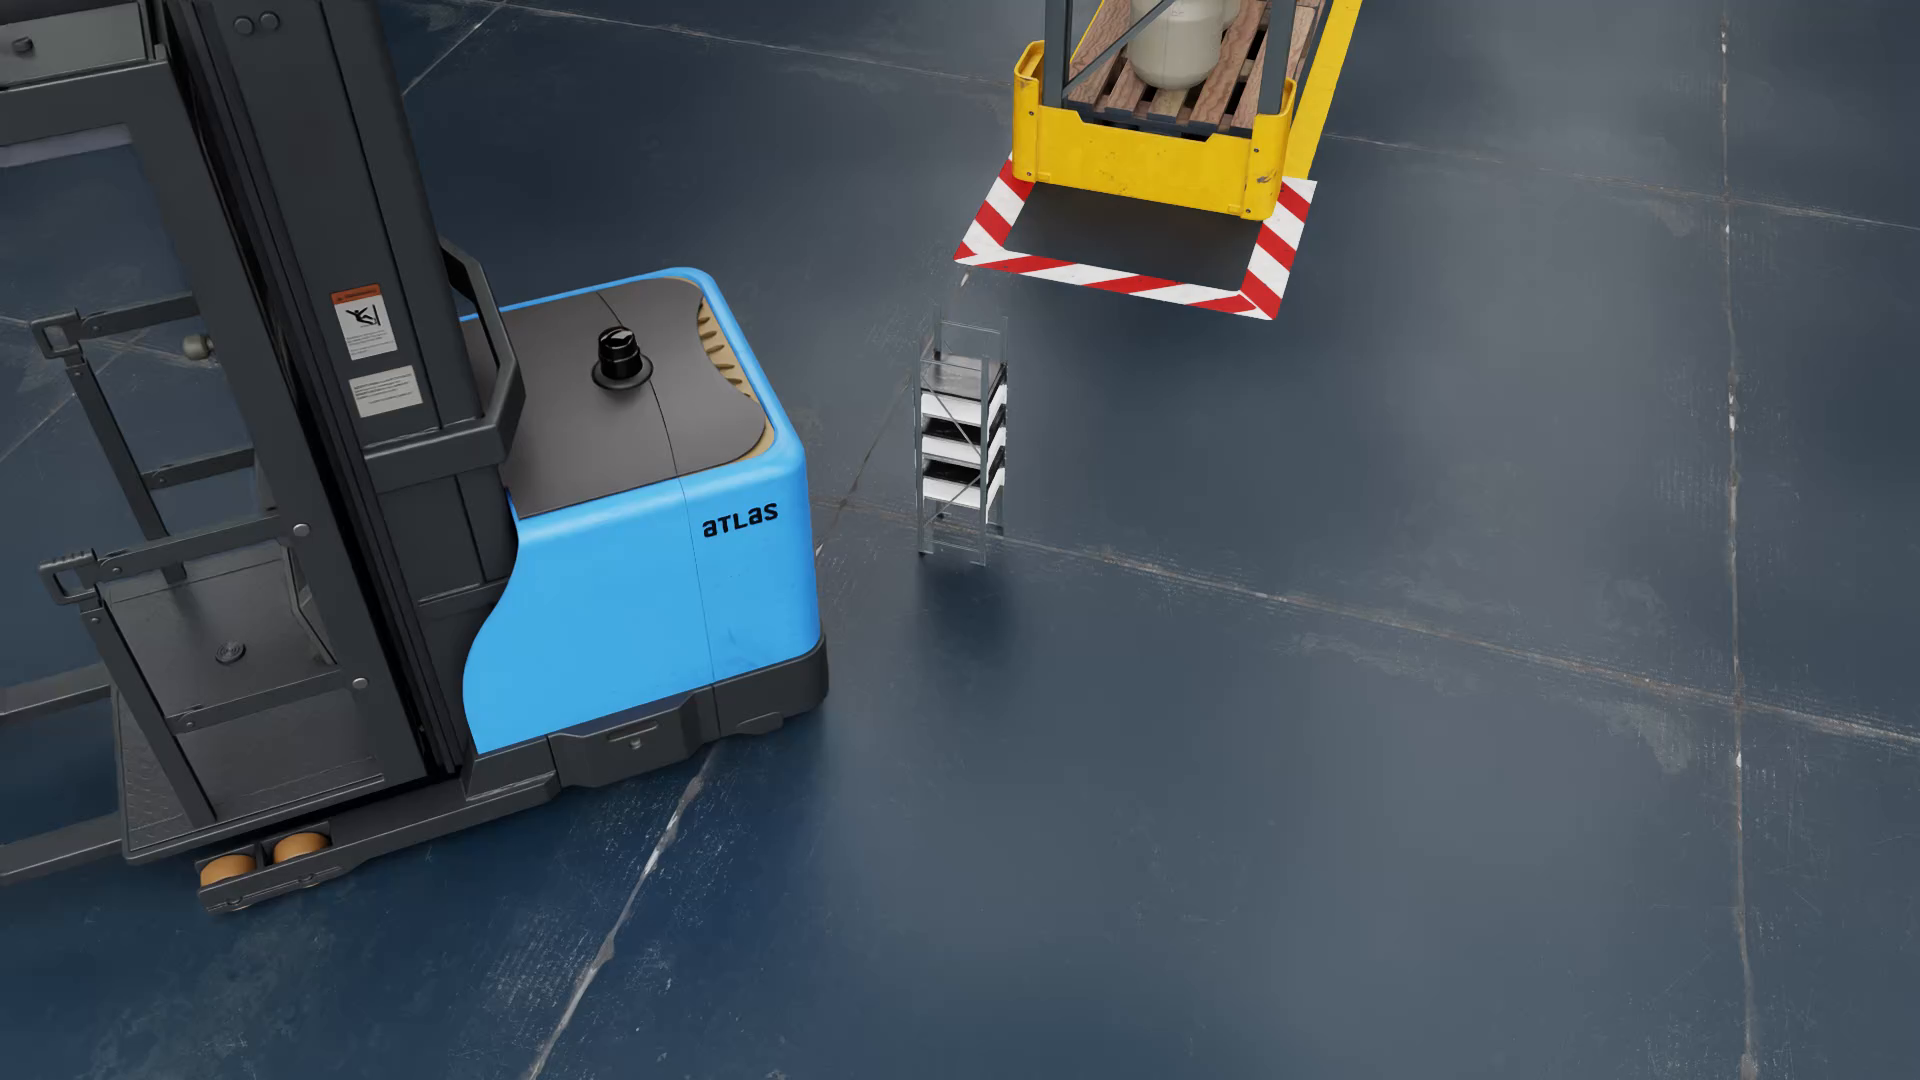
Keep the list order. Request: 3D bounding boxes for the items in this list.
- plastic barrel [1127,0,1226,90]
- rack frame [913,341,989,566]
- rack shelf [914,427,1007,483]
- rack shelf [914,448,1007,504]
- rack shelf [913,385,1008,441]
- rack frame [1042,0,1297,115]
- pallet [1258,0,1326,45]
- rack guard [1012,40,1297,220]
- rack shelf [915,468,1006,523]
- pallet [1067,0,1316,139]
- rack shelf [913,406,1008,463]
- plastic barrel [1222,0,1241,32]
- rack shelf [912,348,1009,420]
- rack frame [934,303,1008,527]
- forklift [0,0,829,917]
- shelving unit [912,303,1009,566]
[{"bbox_3d":[0.972,-2.328,7.463,0.421,0.512,0.421,0,44,0],"label":"plastic barrel"},{"bbox_3d":[-0.028,-0.259,5.372,0.240,0.900,0.006,13,46,12],"label":"rack frame"},{"bbox_3d":[0.002,-0.303,5.464,0.258,0.077,0.200,13,46,12],"label":"rack shelf"},{"bbox_3d":[0.002,-0.239,5.527,0.258,0.077,0.200,13,46,12],"label":"rack shelf"},{"bbox_3d":[0.002,-0.432,5.338,0.258,0.077,0.200,13,46,12],"label":"rack shelf"},{"bbox_3d":[0.845,-2.613,6.275,1.000,3.000,0.127,13,46,13],"label":"rack frame"},{"bbox_3d":[1.446,-3.027,8.693,1.003,0.211,1.213,13,46,13],"label":"pallet"},{"bbox_3d":[0.823,-1.780,7.211,1.175,0.500,0.348,13,46,13],"label":"rack guard"},{"bbox_3d":[0.002,-0.175,5.590,0.258,0.077,0.200,13,46,12],"label":"rack shelf"},{"bbox_3d":[1.074,-2.217,7.865,1.003,0.211,1.213,13,46,13],"label":"pallet"},{"bbox_3d":[0.002,-0.368,5.401,0.258,0.077,0.200,13,46,12],"label":"rack shelf"},{"bbox_3d":[1.123,-2.662,7.805,0.421,0.512,0.421,0,44,0],"label":"plastic barrel"},{"bbox_3d":[0.002,-0.496,5.275,0.258,0.077,0.200,13,46,12],"label":"rack shelf"},{"bbox_3d":[0.033,-0.395,5.510,0.240,0.900,0.006,13,46,12],"label":"rack frame"},{"bbox_3d":[-1.973,-0.426,4.090,3.031,2.935,1.130,-16,47,-16],"label":"forklift"},{"bbox_3d":[0.002,-0.327,5.441,0.258,0.900,0.210,13,46,12],"label":"shelving unit"}]
